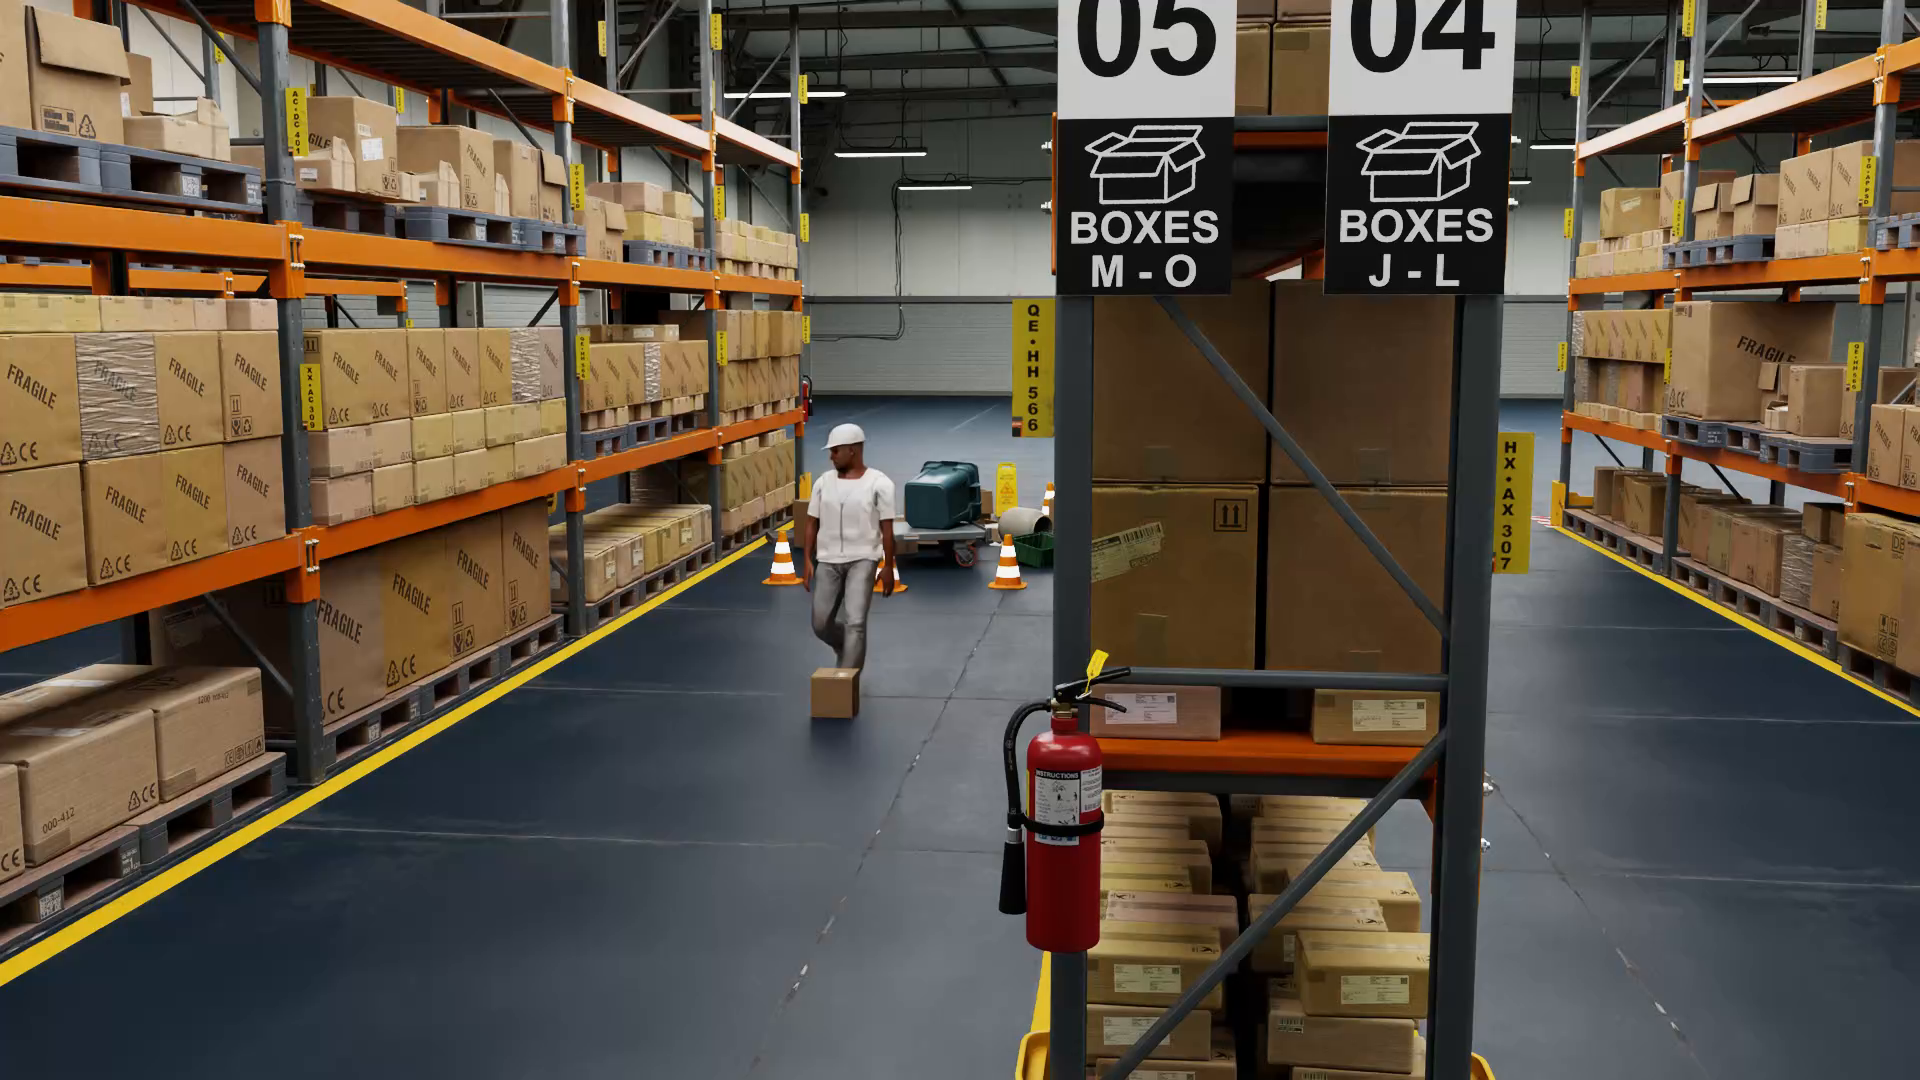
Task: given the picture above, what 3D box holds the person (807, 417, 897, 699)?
[{"bbox_3d":[-0.680,0.113,10.388,0.568,1.762,0.368,1,8,7],"label":"person"}]
